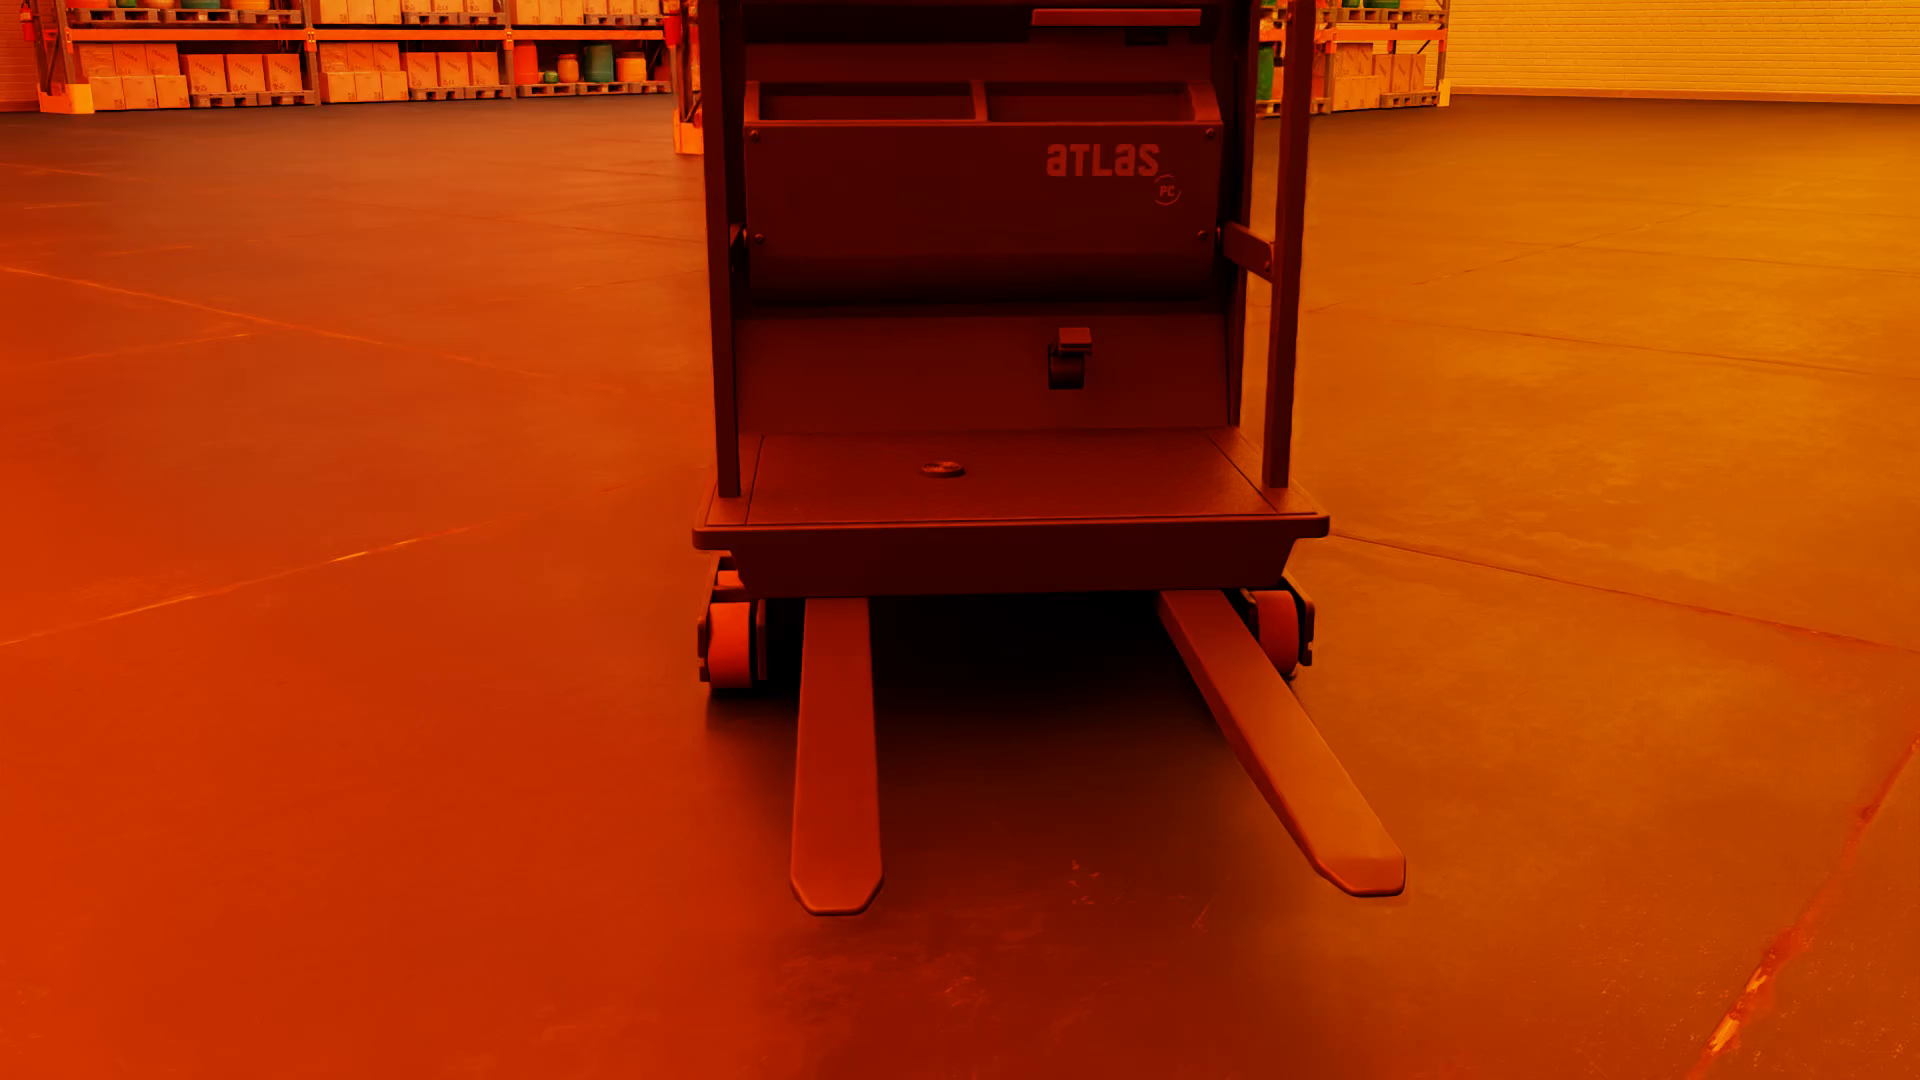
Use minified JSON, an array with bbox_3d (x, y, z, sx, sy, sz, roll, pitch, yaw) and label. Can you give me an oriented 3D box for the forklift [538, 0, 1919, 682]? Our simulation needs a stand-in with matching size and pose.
[{"bbox_3d":[0.541,-1.316,3.231,3.031,2.935,1.130,11,20,32],"label":"forklift"}]
